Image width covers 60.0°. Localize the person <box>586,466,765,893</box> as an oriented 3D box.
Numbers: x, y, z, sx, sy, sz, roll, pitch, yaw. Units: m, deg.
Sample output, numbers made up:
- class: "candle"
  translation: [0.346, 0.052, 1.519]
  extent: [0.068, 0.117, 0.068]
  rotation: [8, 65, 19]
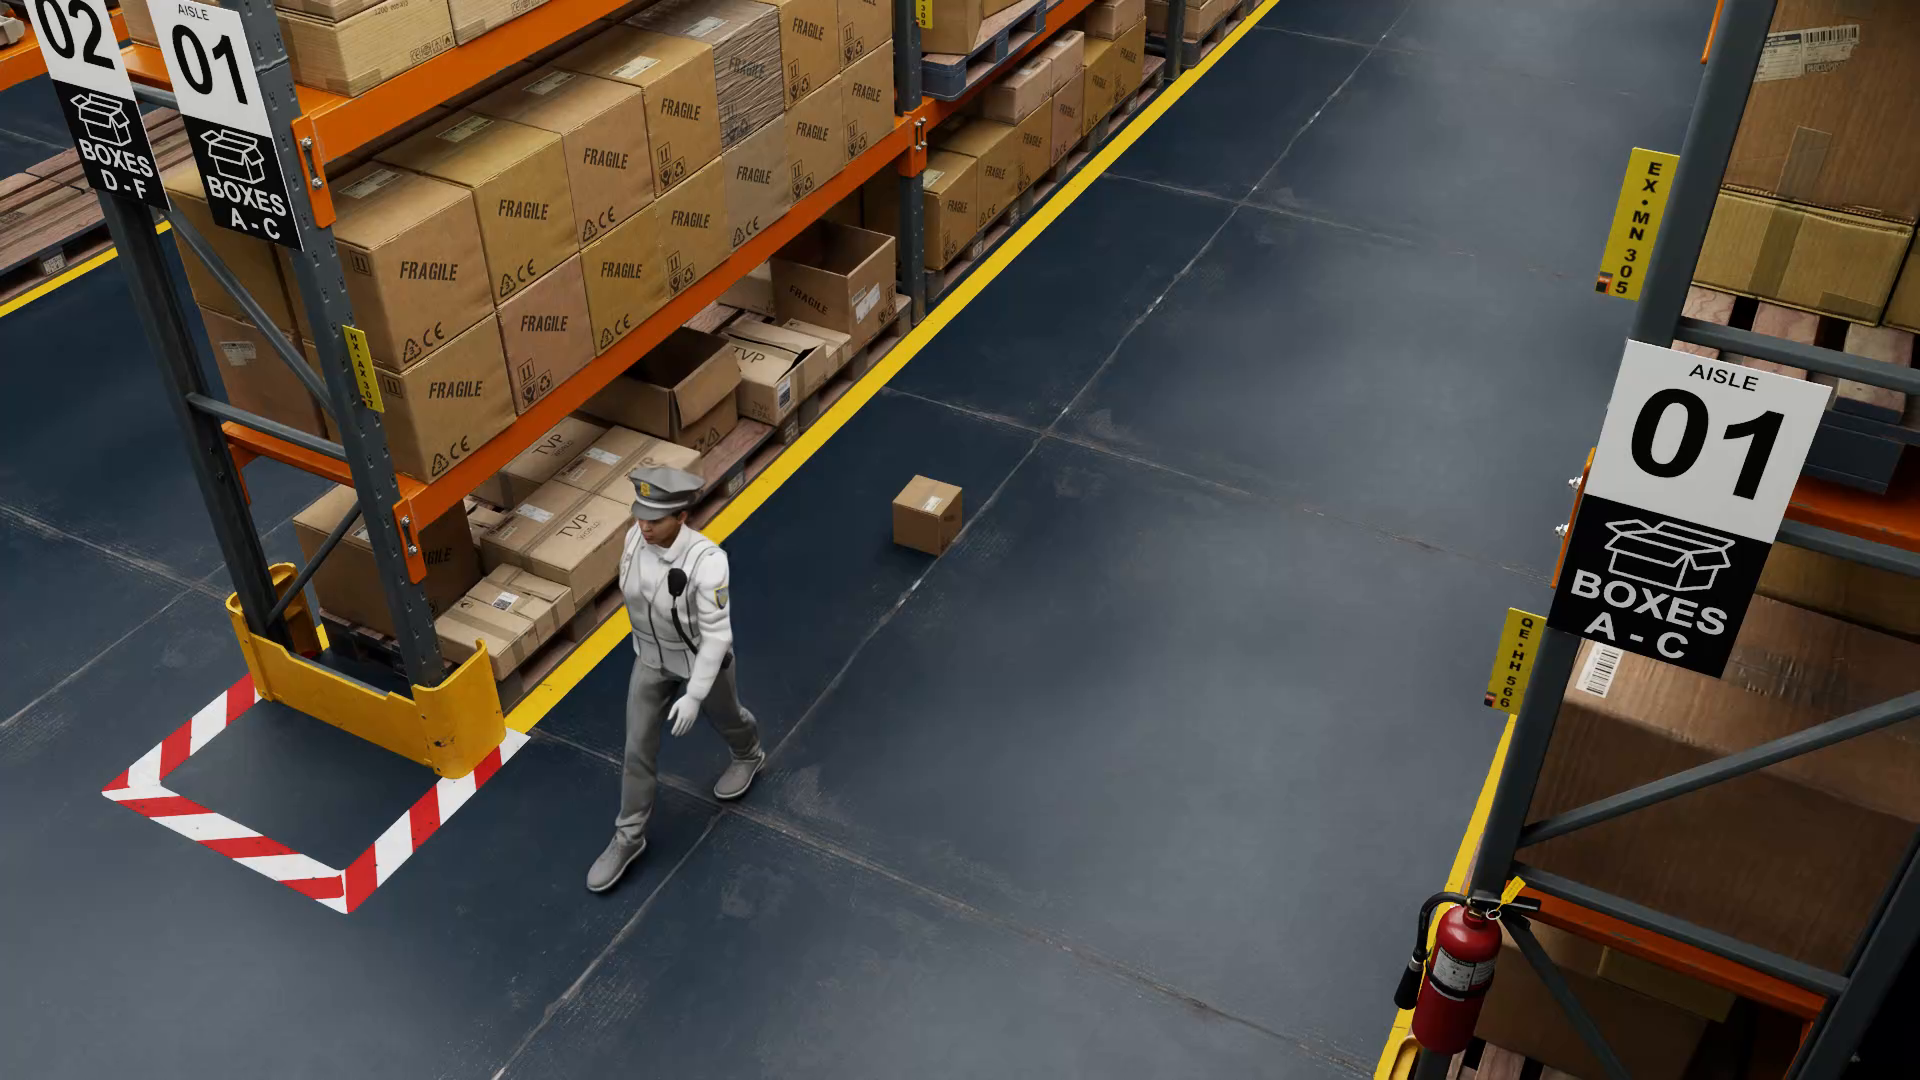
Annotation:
- class: "person"
  translation: [-1.064, 0.485, 6.078]
  extent: [0.502, 1.650, 0.896]
  rotation: [16, 41, 19]
